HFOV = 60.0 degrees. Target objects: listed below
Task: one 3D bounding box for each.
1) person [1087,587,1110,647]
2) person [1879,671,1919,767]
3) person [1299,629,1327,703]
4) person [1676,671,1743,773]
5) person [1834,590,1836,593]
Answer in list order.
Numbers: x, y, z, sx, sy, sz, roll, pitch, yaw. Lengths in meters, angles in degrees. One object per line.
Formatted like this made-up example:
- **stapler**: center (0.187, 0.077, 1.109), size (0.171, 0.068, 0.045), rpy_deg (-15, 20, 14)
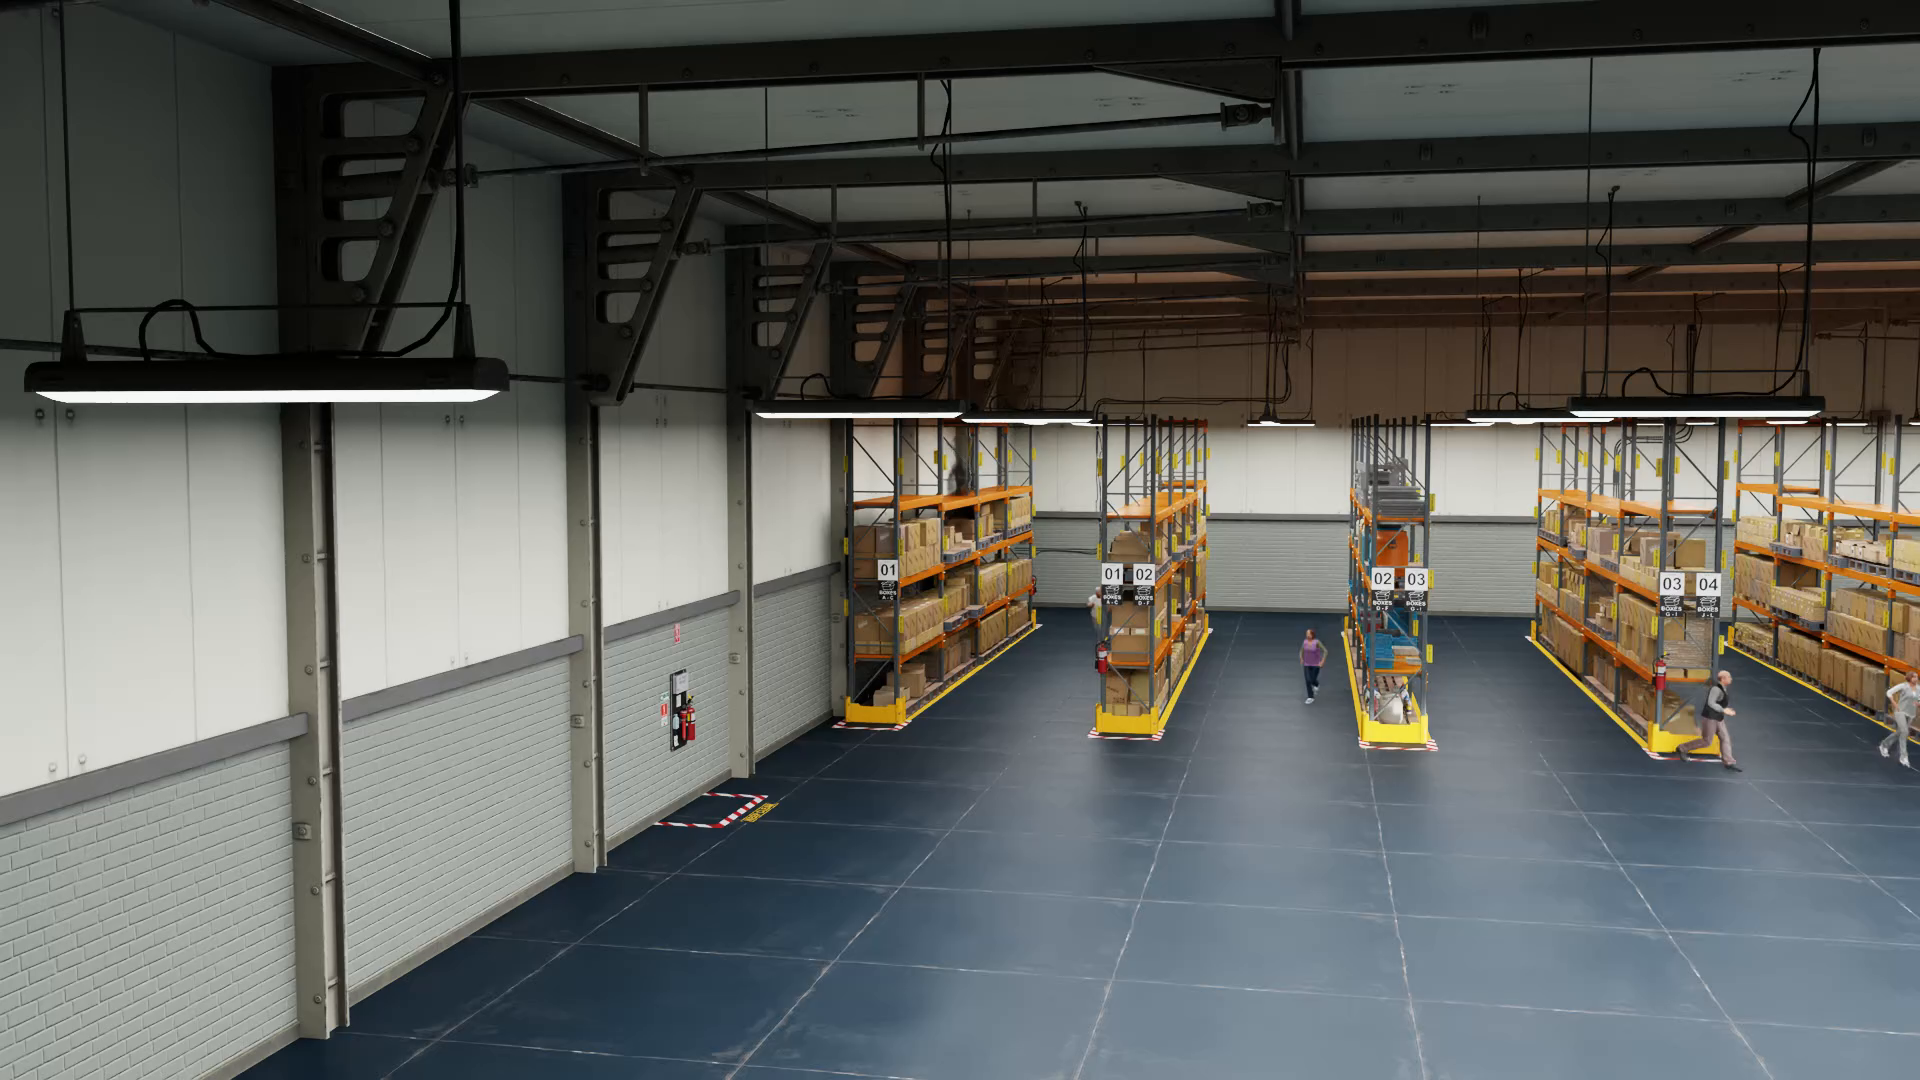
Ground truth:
- **person**: center (3.640, 2.020, 43.431), size (0.594, 1.642, 0.893), rpy_deg (1, 4, 16)
- **person**: center (16.265, 3.035, 28.609), size (0.546, 1.611, 0.802), rpy_deg (-1, 4, -9)
- **person**: center (7.384, 2.636, 34.824), size (0.574, 1.567, 0.613), rpy_deg (2, 4, 31)
- **person**: center (12.609, 3.019, 27.930), size (1.053, 1.690, 0.694), rpy_deg (2, 4, 31)
- **person**: center (21.930, 2.085, 41.499), size (0.684, 1.749, 0.751), rpy_deg (0, 4, -1)
